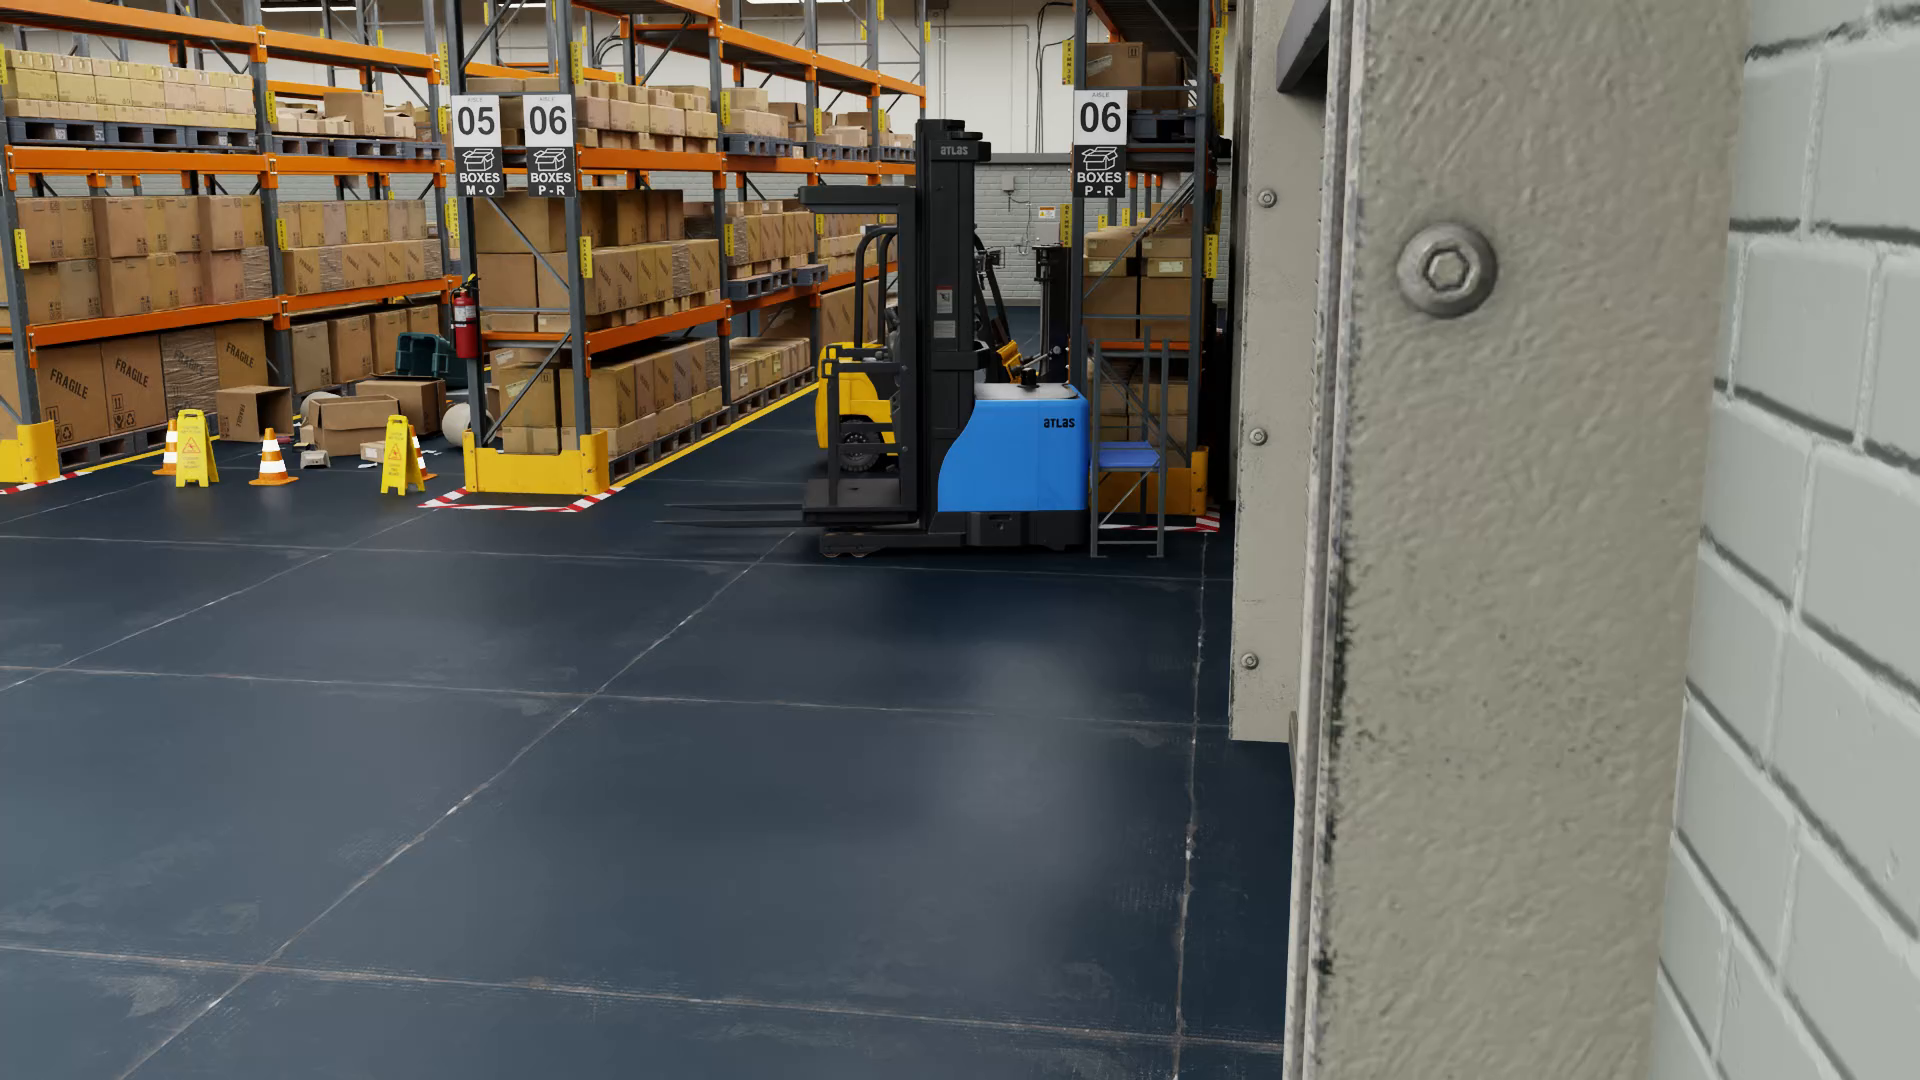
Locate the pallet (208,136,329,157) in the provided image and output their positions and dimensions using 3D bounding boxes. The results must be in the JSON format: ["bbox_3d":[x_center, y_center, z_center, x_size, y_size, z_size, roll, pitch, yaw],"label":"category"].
[{"bbox_3d":[-7.750,-4.409,18.666,0.805,0.209,1.217,1,12,6],"label":"pallet"}]

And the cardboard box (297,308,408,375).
[{"bbox_3d":[-7.541,-2.476,20.706,1.050,0.750,0.750,2,12,10],"label":"cardboard box"}]

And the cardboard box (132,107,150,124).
[{"bbox_3d":[-7.856,-3.985,15.609,0.380,0.149,0.250,2,12,9],"label":"cardboard box"}]

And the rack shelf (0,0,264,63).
[{"bbox_3d":[-8.150,-4.813,15.623,1.077,0.370,4.000,2,12,9],"label":"rack shelf"}]

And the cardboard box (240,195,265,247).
[{"bbox_3d":[-7.933,-3.369,17.588,0.875,0.550,0.550,2,12,9],"label":"cardboard box"}]

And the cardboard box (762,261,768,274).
[{"bbox_3d":[-2.403,-3.108,18.897,0.380,0.149,0.250,2,12,9],"label":"cardboard box"}]

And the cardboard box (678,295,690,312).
[{"bbox_3d":[-2.837,-2.293,16.110,0.380,0.149,0.250,2,12,8],"label":"cardboard box"}]

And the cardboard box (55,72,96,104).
[{"bbox_3d":[-8.053,-4.002,14.737,0.500,0.250,0.500,2,12,8],"label":"cardboard box"}]

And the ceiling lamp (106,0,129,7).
[{"bbox_3d":[-17.786,-12.108,32.962,2.000,3.185,0.800,2,12,9],"label":"ceiling lamp"}]

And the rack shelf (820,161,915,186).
[{"bbox_3d":[-1.398,-5.901,26.841,1.077,0.370,4.000,2,12,9],"label":"rack shelf"}]

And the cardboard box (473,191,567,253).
[{"bbox_3d":[-3.688,-2.668,13.938,0.700,0.500,0.500,2,12,7],"label":"cardboard box"}]

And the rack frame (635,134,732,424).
[{"bbox_3d":[-2.936,-2.704,17.422,1.000,3.000,0.127,2,12,9],"label":"rack frame"}]

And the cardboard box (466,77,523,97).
[{"bbox_3d":[-3.791,-3.685,13.556,0.380,0.149,0.250,2,12,9],"label":"cardboard box"}]

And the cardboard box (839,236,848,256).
[{"bbox_3d":[-1.829,-4.017,22.680,0.500,0.250,0.500,2,12,8],"label":"cardboard box"}]

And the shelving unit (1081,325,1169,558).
[{"bbox_3d":[1.144,-0.722,11.785,0.538,1.500,1.048,0,12,-1],"label":"shelving unit"}]

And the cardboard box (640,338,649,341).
[{"bbox_3d":[-3.372,-2.111,16.879,0.380,0.149,0.250,2,12,9],"label":"cardboard box"}]

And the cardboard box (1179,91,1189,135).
[{"bbox_3d":[2.254,-4.895,18.996,0.700,0.500,0.500,2,12,8],"label":"cardboard box"}]

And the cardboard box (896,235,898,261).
[{"bbox_3d":[-1.210,-4.716,26.518,0.500,0.500,0.500,2,12,9],"label":"cardboard box"}]

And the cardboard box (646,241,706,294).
[{"bbox_3d":[-2.831,-2.691,16.415,0.500,0.500,0.500,2,12,11],"label":"cardboard box"}]

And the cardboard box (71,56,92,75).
[{"bbox_3d":[-7.974,-4.216,14.785,0.380,0.149,0.250,2,12,9],"label":"cardboard box"}]

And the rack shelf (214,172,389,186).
[{"bbox_3d":[-11.190,-6.222,28.331,1.077,0.370,4.000,2,12,9],"label":"rack shelf"}]

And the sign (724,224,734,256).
[{"bbox_3d":[-2.398,-3.112,17.257,0.100,0.325,0.005,2,12,9],"label":"sign"}]

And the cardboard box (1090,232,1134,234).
[{"bbox_3d":[1.298,-2.573,14.331,0.380,0.149,0.250,2,12,10],"label":"cardboard box"}]

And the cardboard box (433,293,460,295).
[{"bbox_3d":[-7.221,-3.388,23.751,0.500,0.250,0.500,2,12,10],"label":"cardboard box"}]

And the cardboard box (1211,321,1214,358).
[{"bbox_3d":[3.103,-2.650,22.109,0.500,0.500,0.500,3,12,12],"label":"cardboard box"}]

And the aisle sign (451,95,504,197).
[{"bbox_3d":[-3.847,-3.139,13.268,0.394,0.787,0.004,2,12,9],"label":"aisle sign"}]

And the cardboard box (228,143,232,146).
[{"bbox_3d":[-11.577,-6.290,25.707,0.700,0.500,0.500,2,12,10],"label":"cardboard box"}]

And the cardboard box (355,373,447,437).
[{"bbox_3d":[-5.647,-1.360,16.789,0.797,0.637,0.503,2,12,9],"label":"cardboard box"}]

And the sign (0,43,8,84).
[{"bbox_3d":[-7.910,-3.924,13.699,0.100,0.325,0.005,2,12,9],"label":"sign"}]

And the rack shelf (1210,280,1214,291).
[{"bbox_3d":[2.892,-3.442,22.551,1.077,0.370,4.000,2,12,9],"label":"rack shelf"}]

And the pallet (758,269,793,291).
[{"bbox_3d":[-2.585,-3.030,19.388,1.003,0.211,1.213,2,12,9],"label":"pallet"}]

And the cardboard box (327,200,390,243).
[{"bbox_3d":[-7.459,-3.909,20.400,0.700,0.500,0.500,2,12,8],"label":"cardboard box"}]

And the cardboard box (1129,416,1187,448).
[{"bbox_3d":[1.632,-0.908,13.432,0.500,0.250,0.500,2,12,10],"label":"cardboard box"}]

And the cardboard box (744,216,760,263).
[{"bbox_3d":[-2.504,-3.297,18.230,0.500,0.500,0.500,2,12,9],"label":"cardboard box"}]

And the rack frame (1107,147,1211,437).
[{"bbox_3d":[1.969,-2.544,16.680,1.000,3.000,0.127,2,12,9],"label":"rack frame"}]

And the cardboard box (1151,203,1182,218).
[{"bbox_3d":[3.249,-5.083,26.329,0.500,0.500,0.500,2,12,10],"label":"cardboard box"}]

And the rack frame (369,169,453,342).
[{"bbox_3d":[-7.227,-3.676,21.933,1.000,3.000,0.127,2,12,9],"label":"rack frame"}]

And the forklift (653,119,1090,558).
[{"bbox_3d":[-0.629,-1.427,11.656,3.031,2.935,1.130,-1,12,-3],"label":"forklift"}]

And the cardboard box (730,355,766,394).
[{"bbox_3d":[-2.750,-1.884,18.857,0.950,0.372,0.625,3,12,12],"label":"cardboard box"}]

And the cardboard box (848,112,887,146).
[{"bbox_3d":[-1.407,-6.255,25.305,0.500,0.500,0.500,2,12,10],"label":"cardboard box"}]

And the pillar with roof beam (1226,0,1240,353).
[{"bbox_3d":[-0.056,-7.398,24.959,9.100,9.000,0.400,2,12,9],"label":"pillar with roof beam"}]

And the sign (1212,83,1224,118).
[{"bbox_3d":[2.518,-4.284,16.219,0.100,0.325,0.005,2,12,9],"label":"sign"}]

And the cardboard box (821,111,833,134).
[{"bbox_3d":[-2.128,-5.916,23.971,0.500,0.500,0.500,2,12,8],"label":"cardboard box"}]

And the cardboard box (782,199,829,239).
[{"bbox_3d":[-2.003,-4.169,21.610,0.500,0.500,0.500,1,12,7],"label":"cardboard box"}]

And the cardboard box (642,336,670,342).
[{"bbox_3d":[-3.293,-1.818,17.059,0.500,0.500,0.500,2,12,11],"label":"cardboard box"}]

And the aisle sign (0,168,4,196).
[{"bbox_3d":[-8.172,-3.257,13.818,0.394,0.787,0.004,2,12,9],"label":"aisle sign"}]

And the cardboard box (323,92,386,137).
[{"bbox_3d":[-7.218,-5.075,19.830,0.500,0.500,0.500,2,12,9],"label":"cardboard box"}]

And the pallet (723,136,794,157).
[{"bbox_3d":[-2.579,-4.420,18.709,1.213,0.211,1.003,2,12,9],"label":"pallet"}]

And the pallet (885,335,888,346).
[{"bbox_3d":[-1.511,-3.162,26.166,1.003,0.211,1.213,2,12,9],"label":"pallet"}]

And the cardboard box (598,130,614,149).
[{"bbox_3d":[-3.153,-3.385,14.058,0.380,0.149,0.250,2,12,10],"label":"cardboard box"}]

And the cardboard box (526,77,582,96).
[{"bbox_3d":[-3.295,-3.672,13.498,0.380,0.149,0.250,2,12,8],"label":"cardboard box"}]
